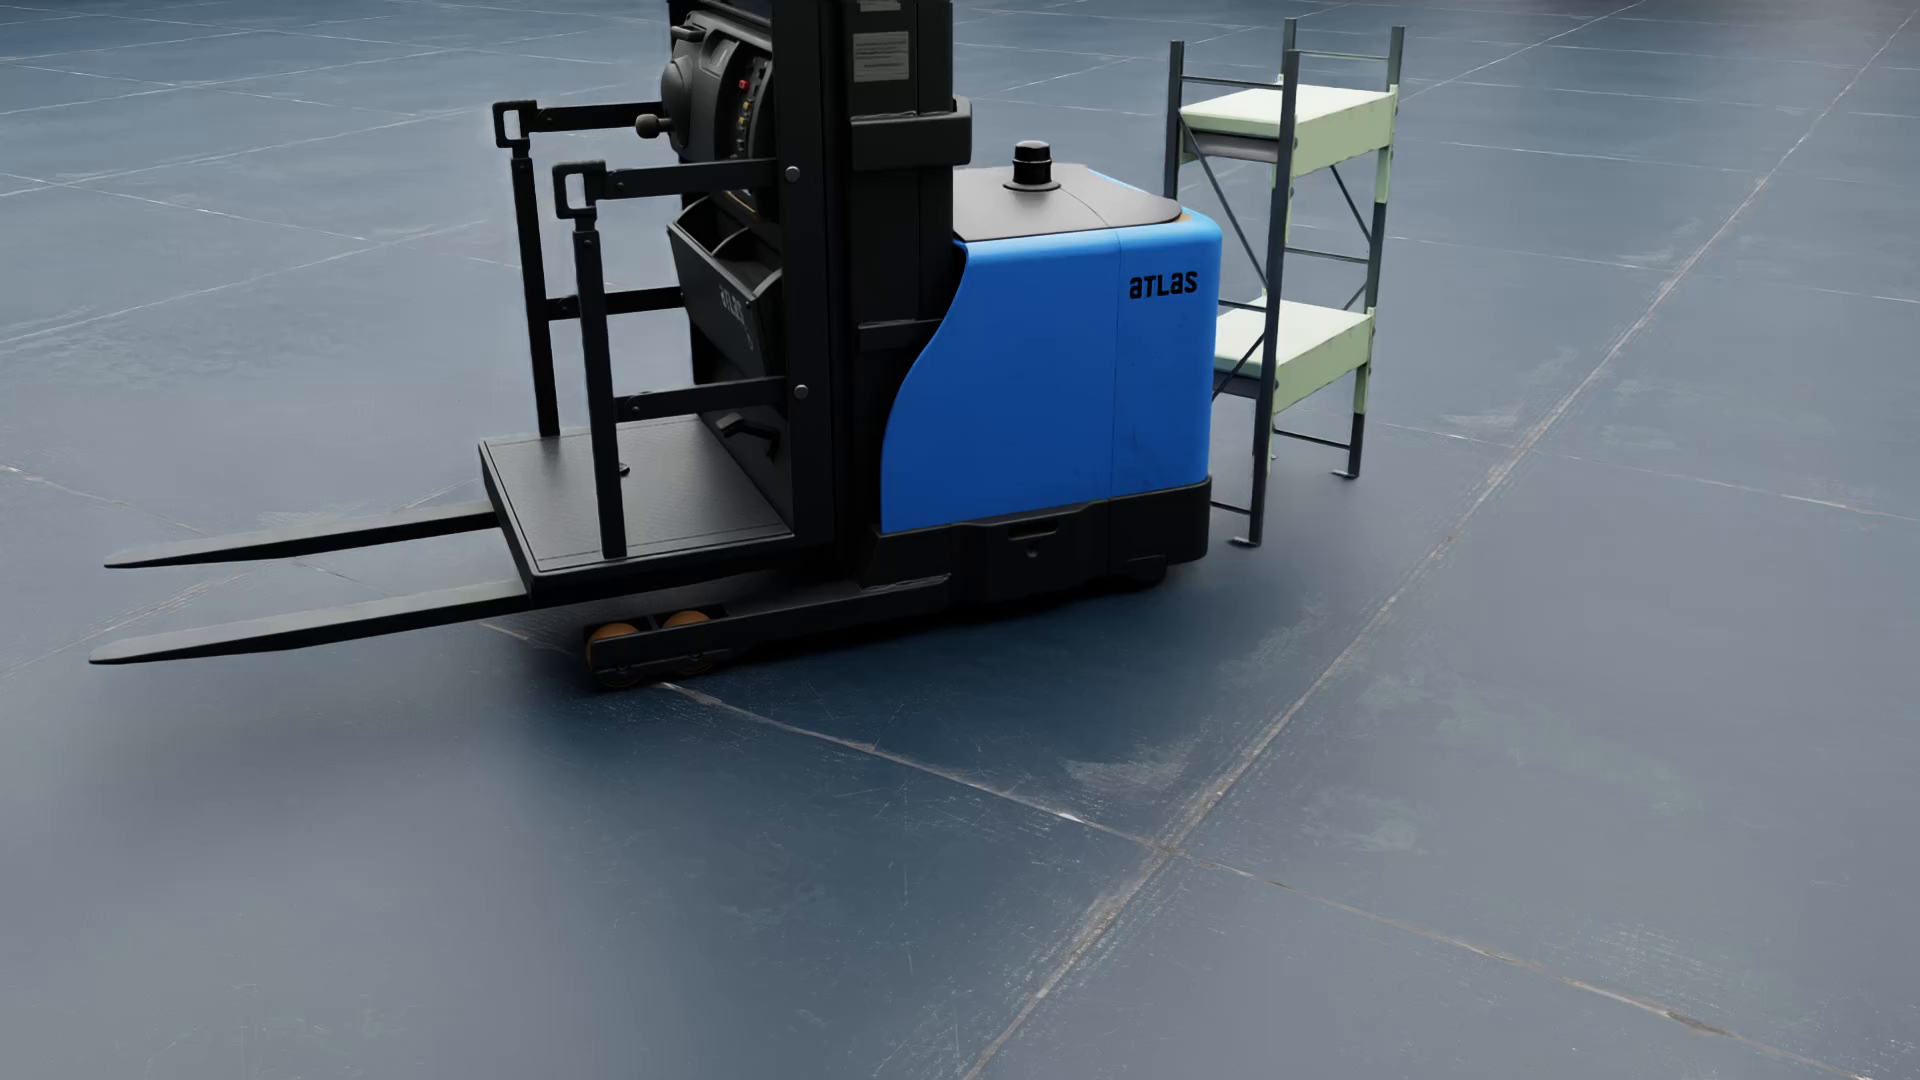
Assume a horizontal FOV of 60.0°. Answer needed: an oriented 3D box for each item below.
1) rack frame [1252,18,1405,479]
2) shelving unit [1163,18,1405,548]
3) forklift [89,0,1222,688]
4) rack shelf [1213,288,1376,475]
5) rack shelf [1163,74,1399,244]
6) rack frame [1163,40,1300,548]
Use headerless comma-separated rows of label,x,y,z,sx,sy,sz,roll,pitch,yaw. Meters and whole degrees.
rack frame,1.213,-0.949,5.554,0.400,1.500,0.023,16,28,33
shelving unit,0.995,-0.832,5.284,0.431,1.500,0.755,16,28,33
forklift,-0.824,-1.195,4.322,3.031,2.935,1.130,-9,25,-20
rack shelf,0.995,-0.533,5.414,0.431,0.370,0.720,16,28,33
rack shelf,0.995,-1.190,5.129,0.431,0.370,0.720,16,28,33
rack frame,0.777,-0.715,5.014,0.400,1.500,0.023,16,28,33
